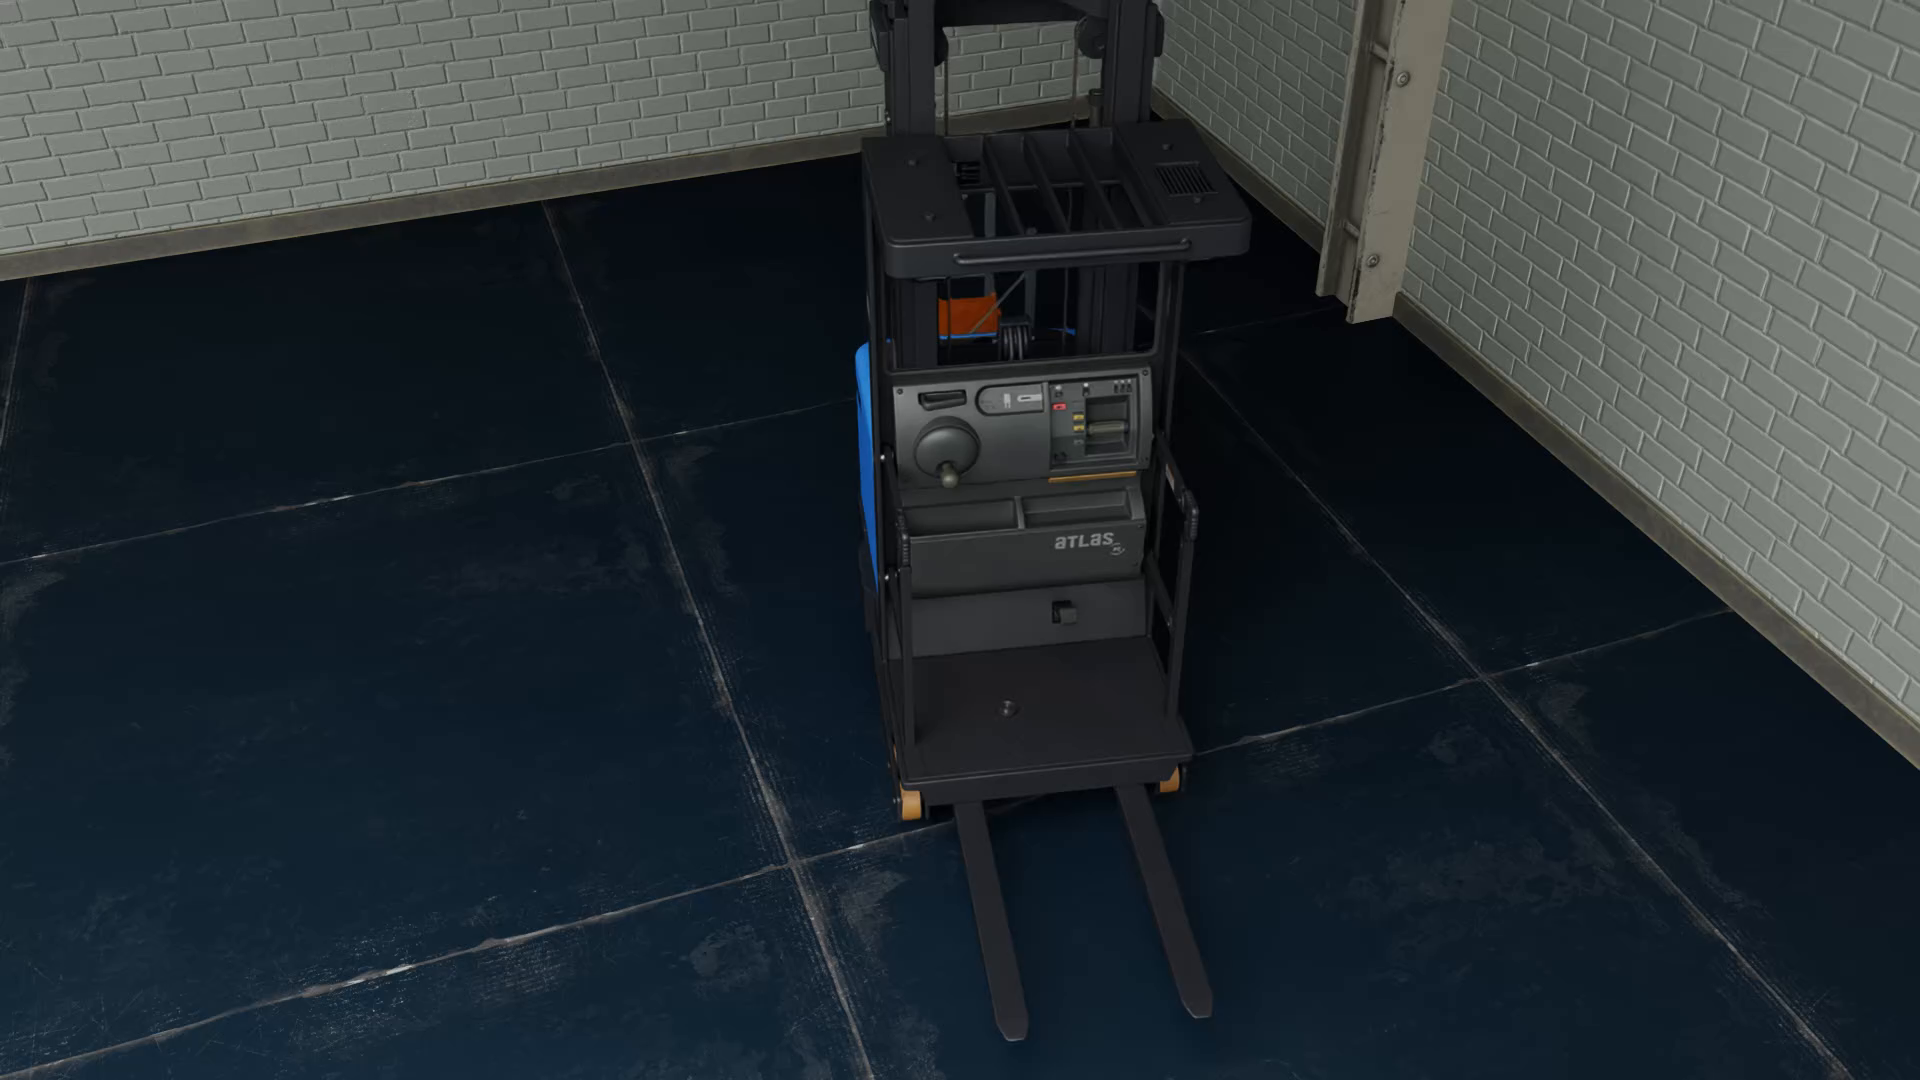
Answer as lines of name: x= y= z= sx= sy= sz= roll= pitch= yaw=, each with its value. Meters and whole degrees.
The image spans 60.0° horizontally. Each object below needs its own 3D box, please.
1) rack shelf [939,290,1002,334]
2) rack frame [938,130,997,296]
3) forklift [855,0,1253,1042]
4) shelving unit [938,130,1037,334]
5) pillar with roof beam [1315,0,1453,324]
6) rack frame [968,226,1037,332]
rack shelf: x=0.000 y=-0.853 z=7.935 sx=0.538 sy=0.185 sz=1.000 roll=-5 pitch=37 yaw=-7
rack frame: x=-0.076 y=-1.299 z=8.229 sx=0.500 sy=1.500 sz=0.032 roll=-5 pitch=37 yaw=-7
forklift: x=0.261 y=-0.334 z=5.758 sx=1.130 sy=2.935 sz=3.031 roll=-5 pitch=37 yaw=-7
shelving unit: x=0.001 y=-0.992 z=7.820 sx=0.587 sy=1.500 sz=1.083 roll=-5 pitch=37 yaw=-7
pillar with roof beam: x=-1.769 y=-4.063 z=5.665 sx=9.100 sy=9.000 sz=0.400 roll=-12 pitch=39 yaw=-16
rack frame: x=0.076 y=-0.695 z=7.426 sx=0.500 sy=1.500 sz=0.032 roll=-5 pitch=37 yaw=-7
